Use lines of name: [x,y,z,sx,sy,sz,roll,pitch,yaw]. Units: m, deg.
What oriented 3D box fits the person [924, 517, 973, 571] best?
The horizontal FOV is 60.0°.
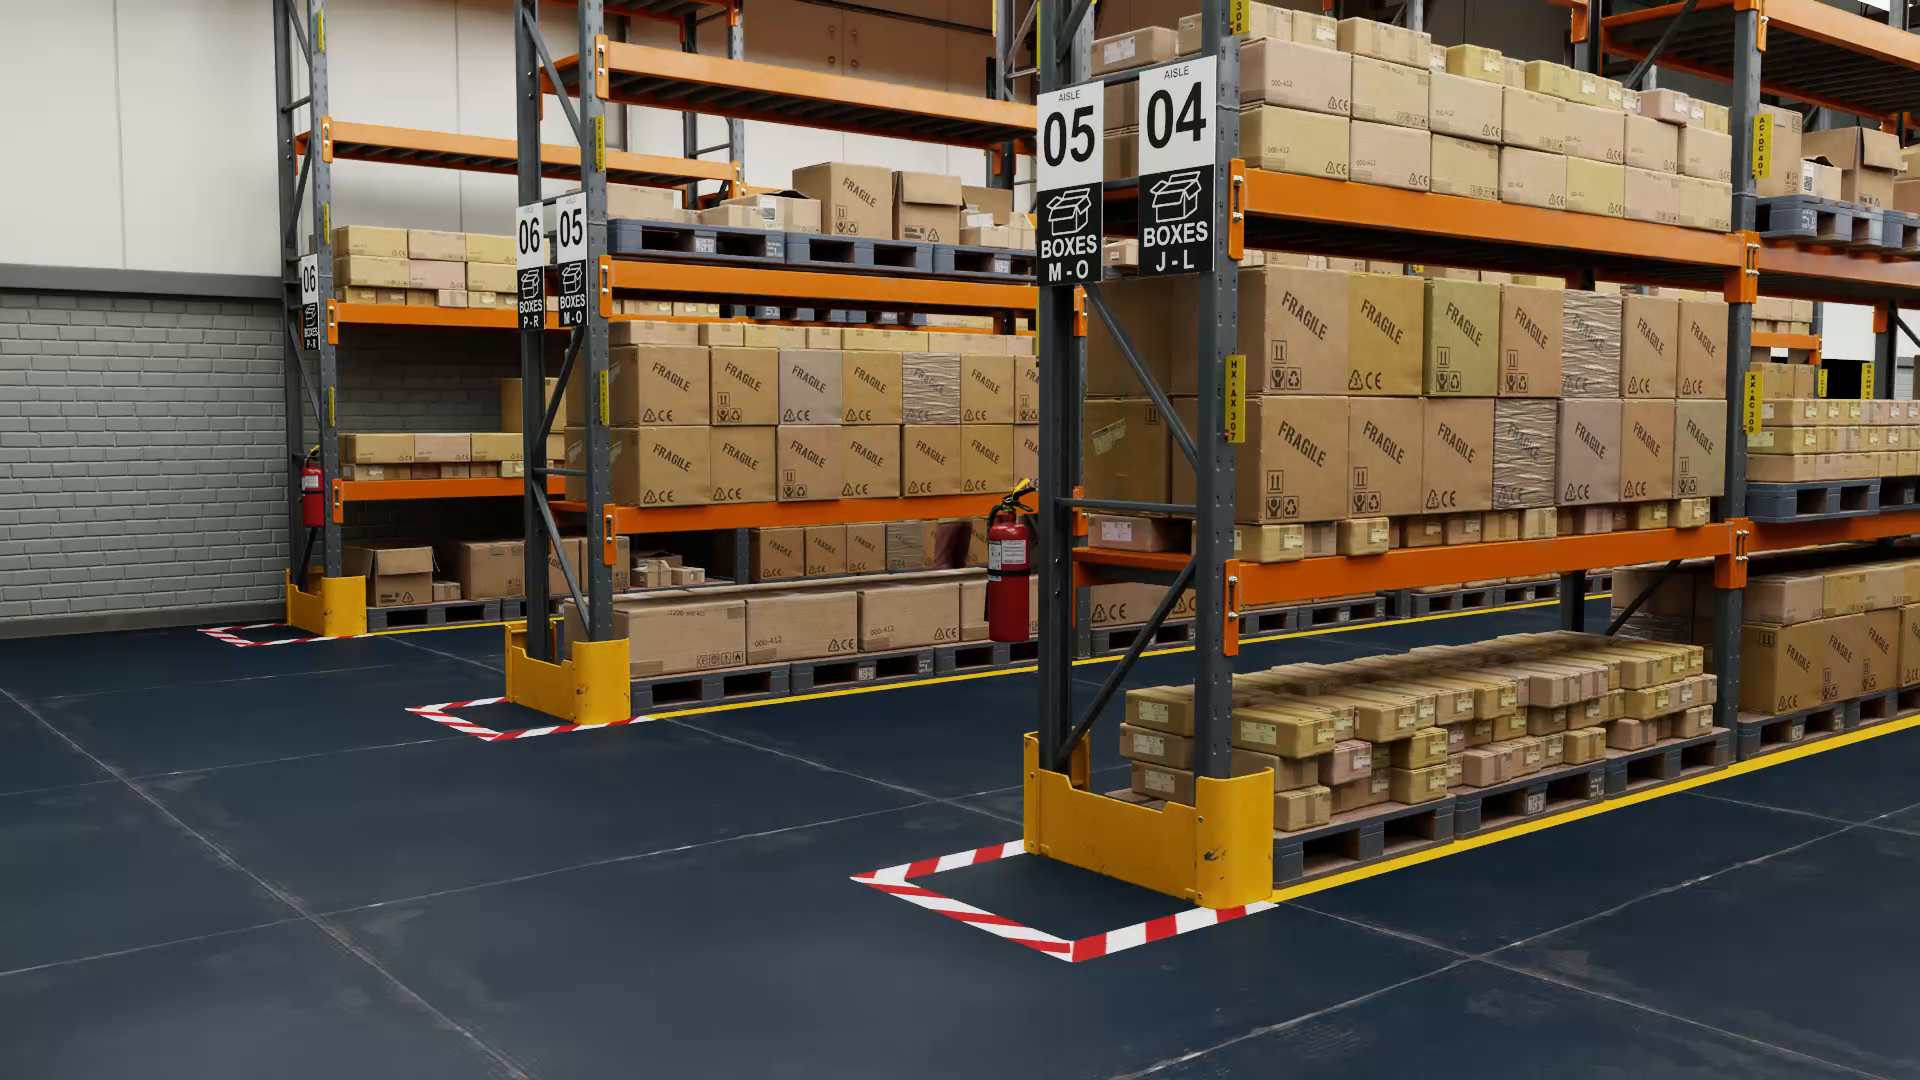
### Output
person: [-0.094,-0.129,15.477,0.426,1.662,0.561,-3,6,-38]
